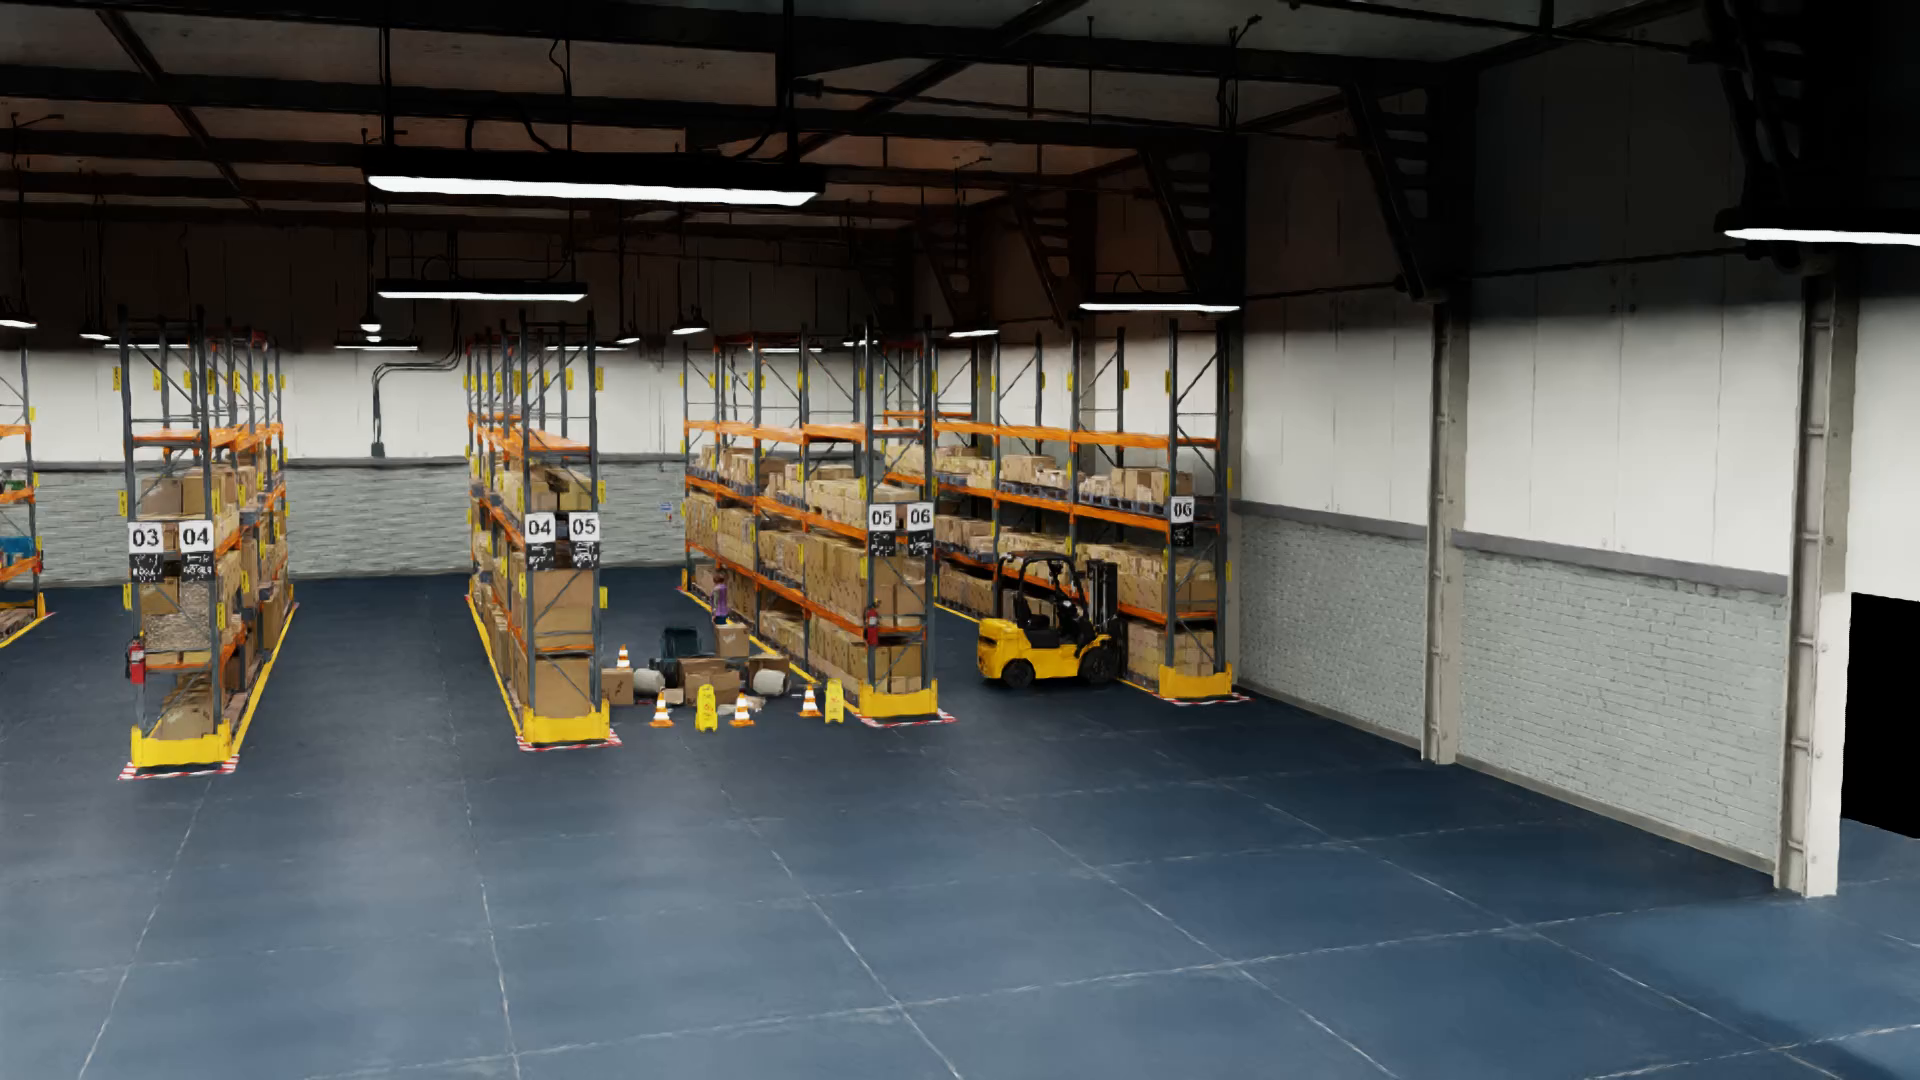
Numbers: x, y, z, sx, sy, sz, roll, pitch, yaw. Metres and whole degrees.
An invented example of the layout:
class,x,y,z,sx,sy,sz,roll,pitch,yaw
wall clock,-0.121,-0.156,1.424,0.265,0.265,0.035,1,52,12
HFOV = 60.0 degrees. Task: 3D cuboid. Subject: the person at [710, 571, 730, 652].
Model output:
class,x,y,z,sx,sy,sz,roll,pitch,yaw
person,-4.349,1.351,30.008,0.534,1.589,0.522,1,5,8
